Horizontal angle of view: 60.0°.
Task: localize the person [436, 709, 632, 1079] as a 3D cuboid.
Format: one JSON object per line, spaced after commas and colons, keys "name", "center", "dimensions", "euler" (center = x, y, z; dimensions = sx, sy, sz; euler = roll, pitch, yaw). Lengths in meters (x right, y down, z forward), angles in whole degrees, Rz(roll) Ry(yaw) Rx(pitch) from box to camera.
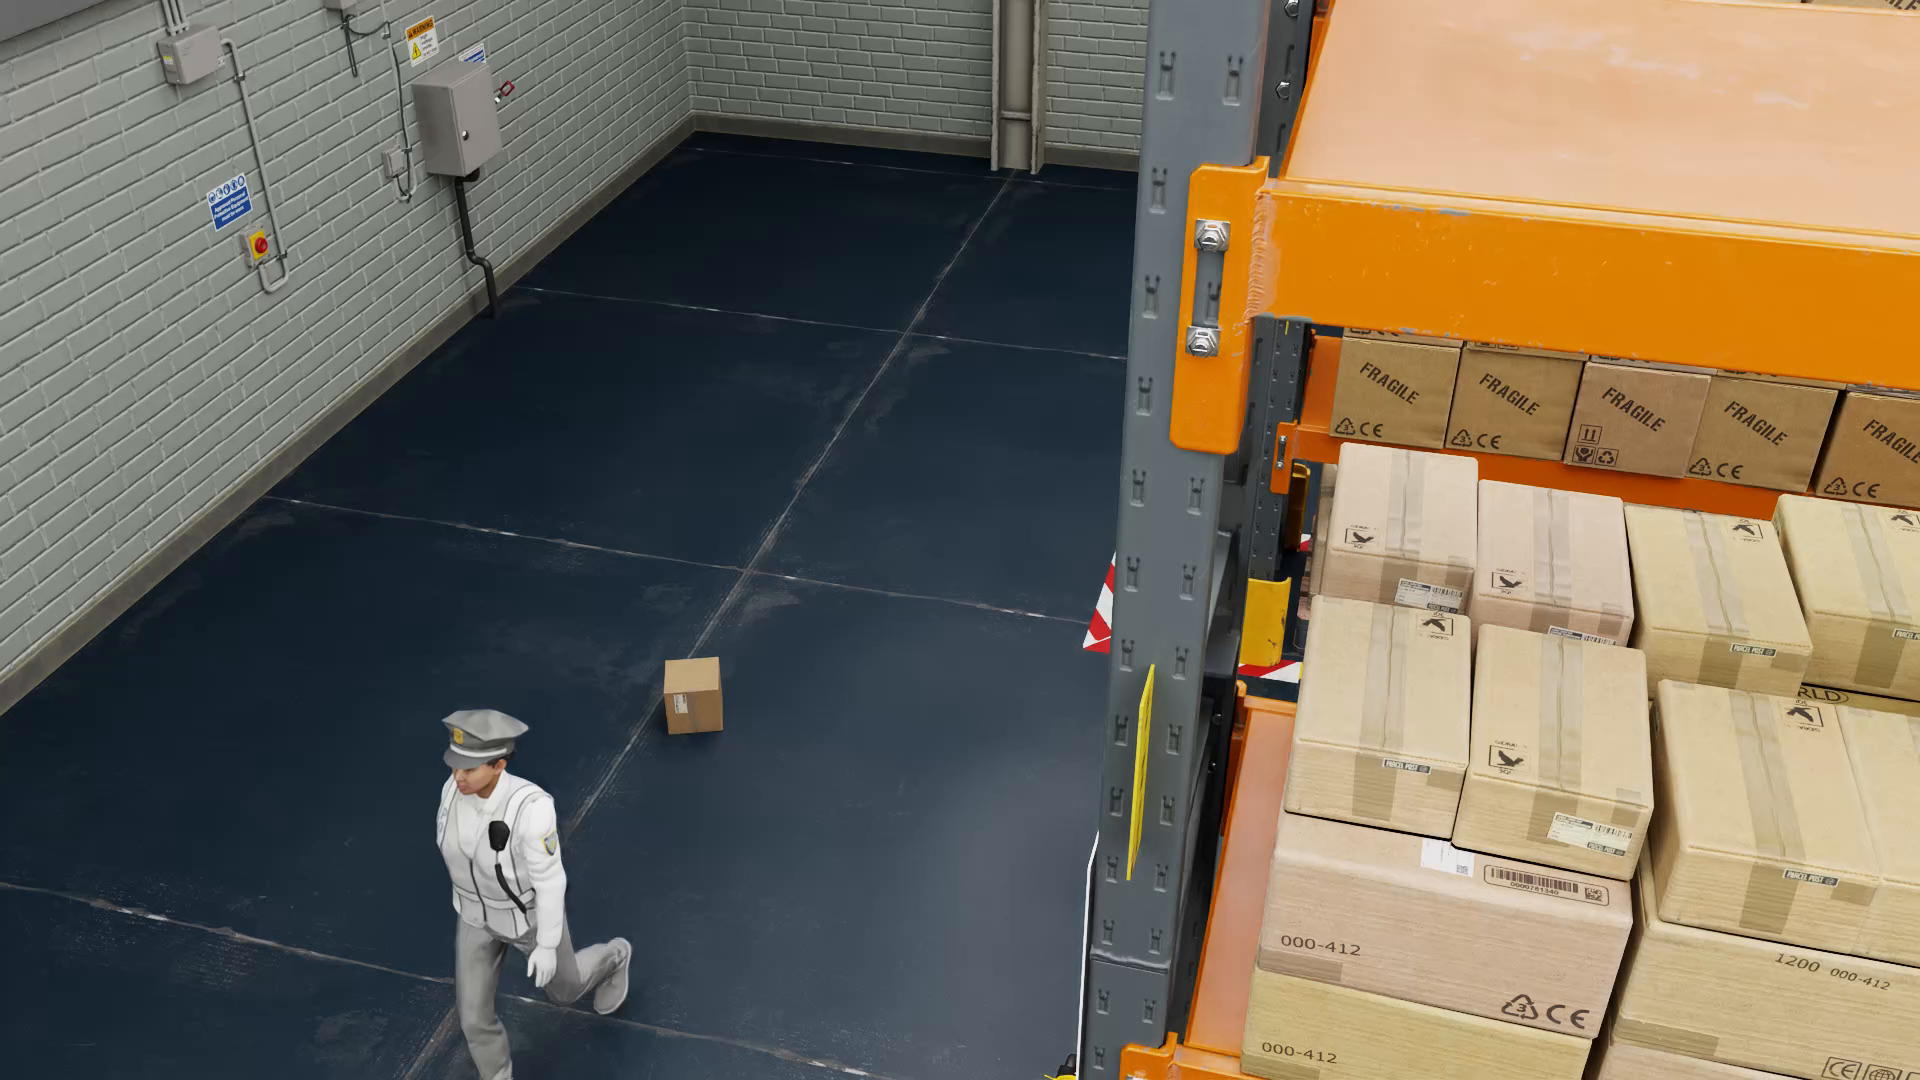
{"name": "person", "center": [-1.515, 1.238, 5.702], "dimensions": [0.473, 1.648, 0.901], "euler": [11, 35, 16]}
